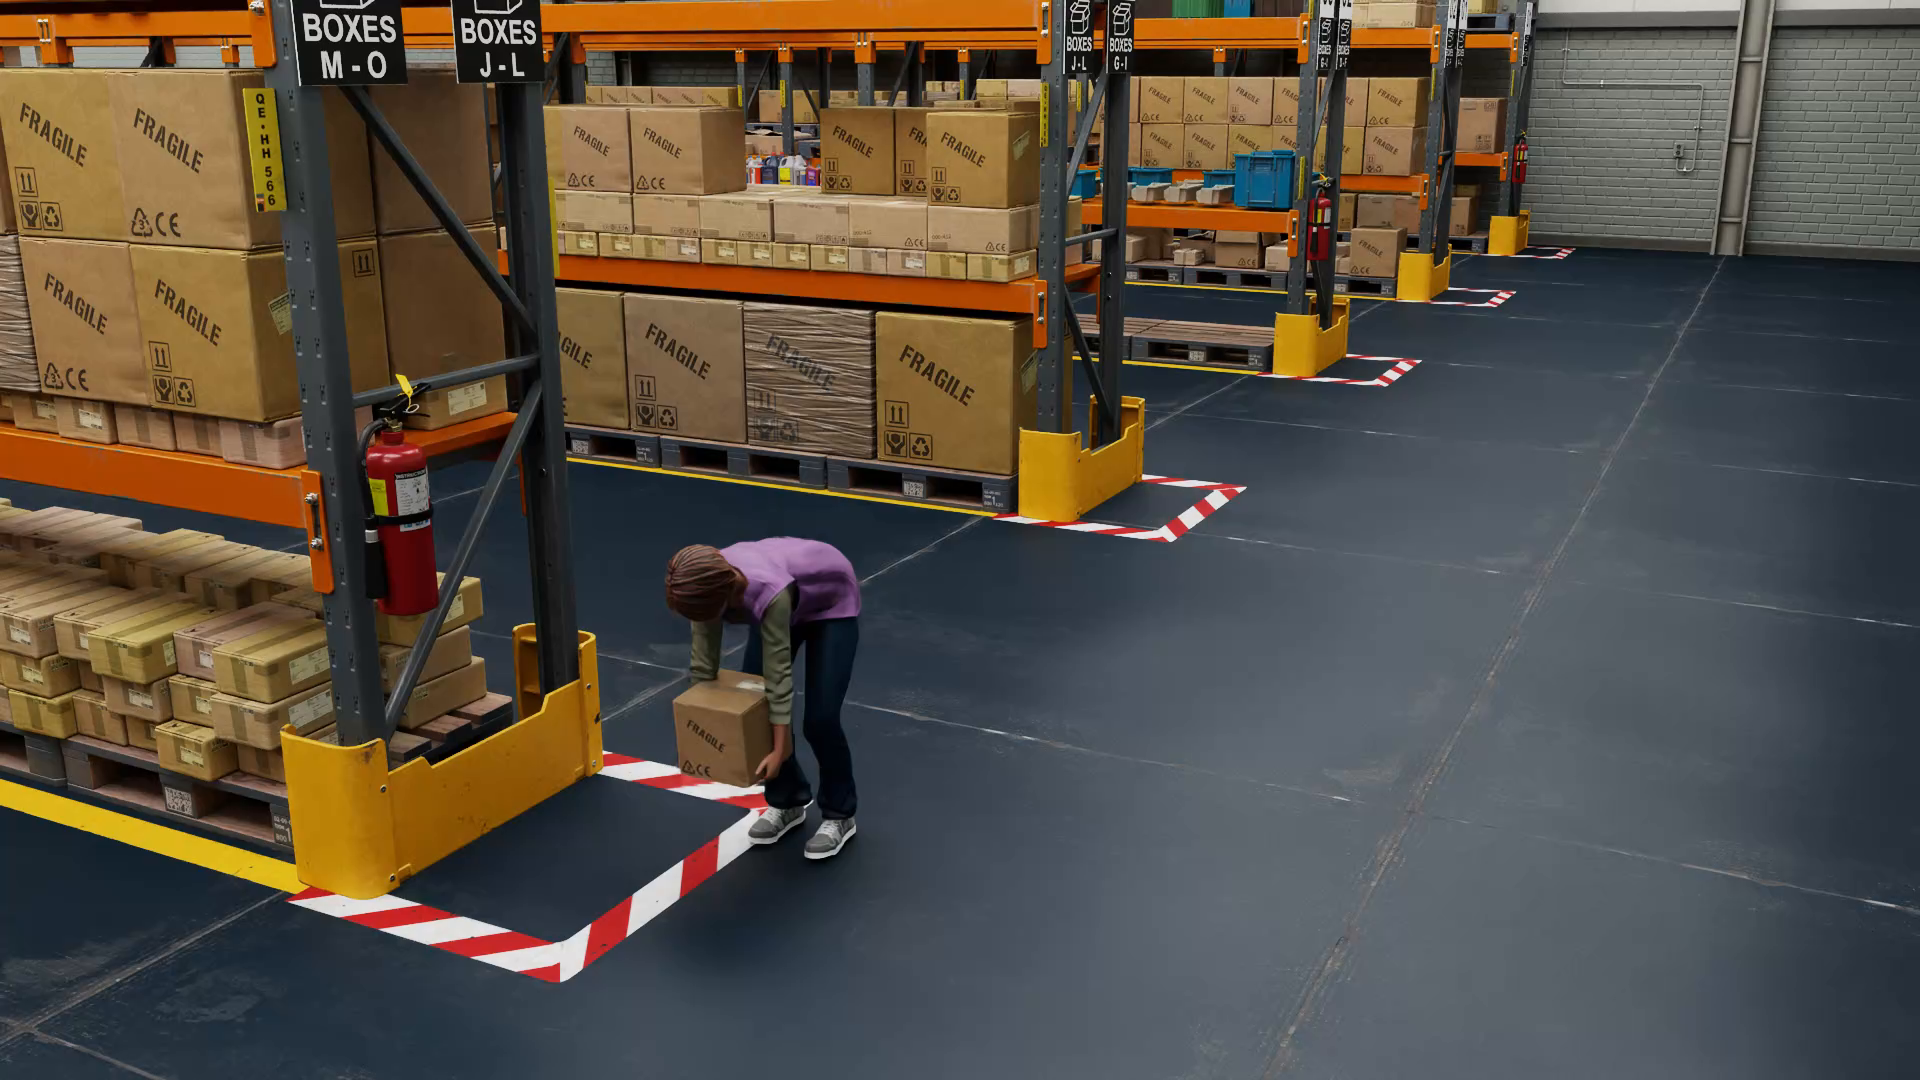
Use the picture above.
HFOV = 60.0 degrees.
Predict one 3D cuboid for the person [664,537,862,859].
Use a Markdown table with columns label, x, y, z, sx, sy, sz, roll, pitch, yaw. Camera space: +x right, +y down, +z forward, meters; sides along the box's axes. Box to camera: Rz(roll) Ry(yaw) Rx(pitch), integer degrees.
| label | x | y | z | sx | sy | sz | roll | pitch | yaw |
| --- | --- | --- | --- | --- | --- | --- | --- | --- | --- |
| person | -0.614 | 0.493 | 5.170 | 0.385 | 1.139 | 0.848 | 9 | 18 | 27 |
